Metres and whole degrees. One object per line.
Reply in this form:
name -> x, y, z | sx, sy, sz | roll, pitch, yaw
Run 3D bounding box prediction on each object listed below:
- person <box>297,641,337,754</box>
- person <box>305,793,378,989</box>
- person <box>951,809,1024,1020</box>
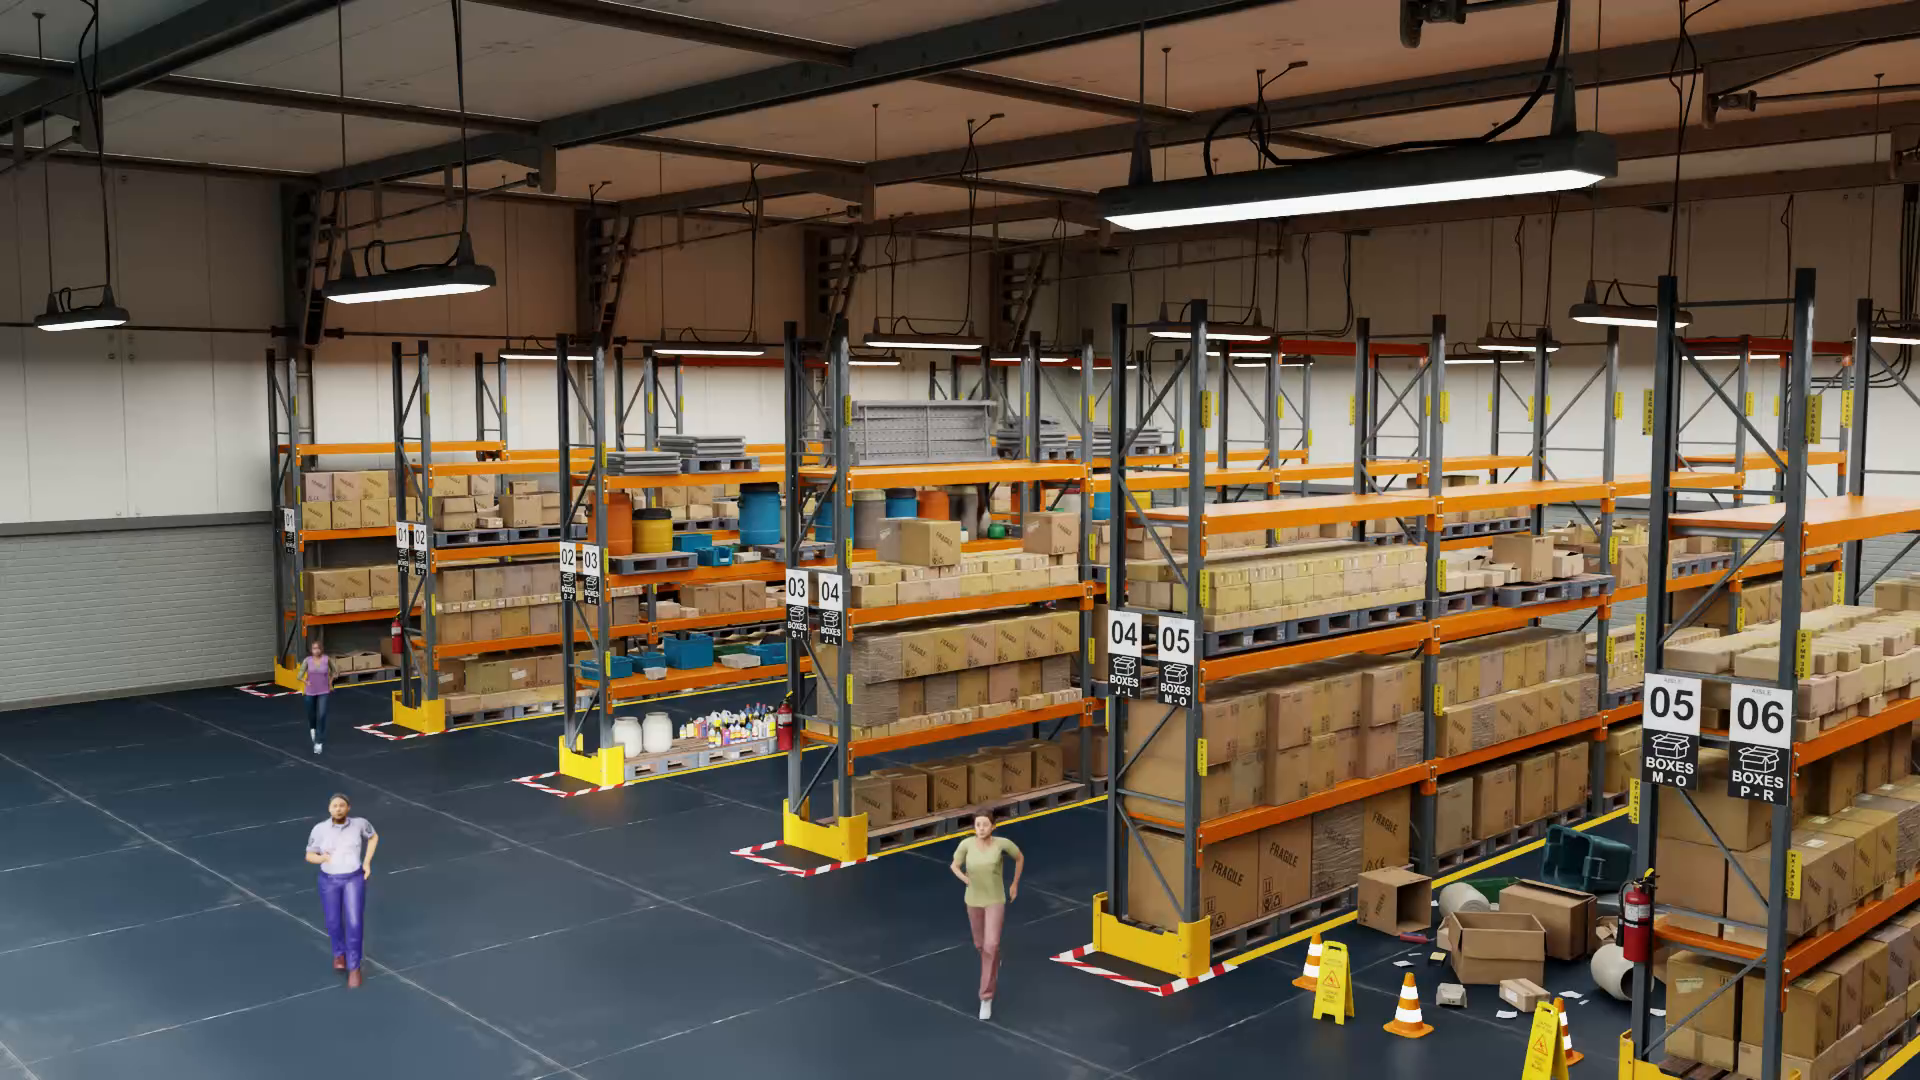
person -> -9.397, 2.266, 24.329 | 0.546, 1.604, 0.863 | -2, 5, -21
person -> -5.463, 3.085, 14.708 | 0.585, 1.692, 0.708 | -1, 5, -14
person -> 0.215, 3.107, 14.175 | 0.602, 1.680, 0.932 | 1, 5, 15
